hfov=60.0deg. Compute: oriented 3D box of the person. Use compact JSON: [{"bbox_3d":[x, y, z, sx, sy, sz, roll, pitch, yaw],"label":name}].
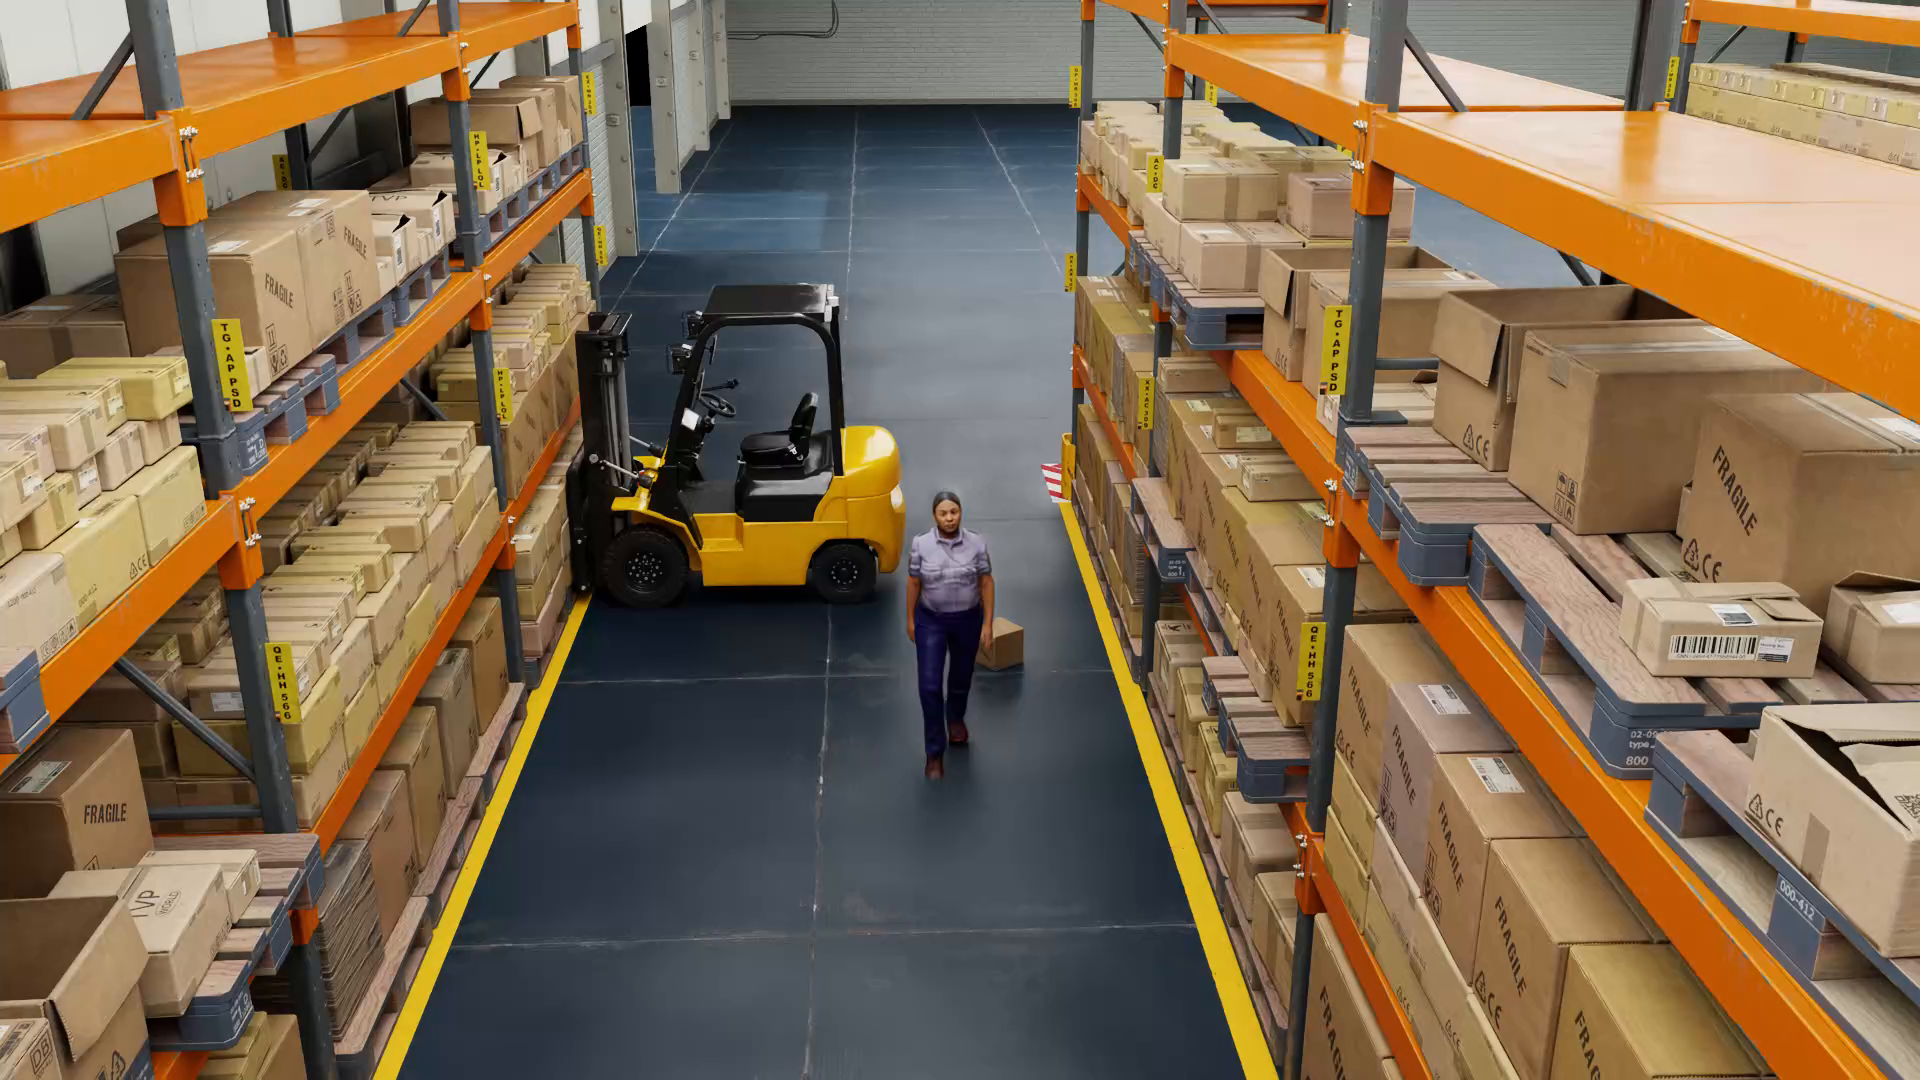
[{"bbox_3d":[-0.047,0.547,9.729,0.501,1.691,0.694,-3,21,-8],"label":"person"}]
